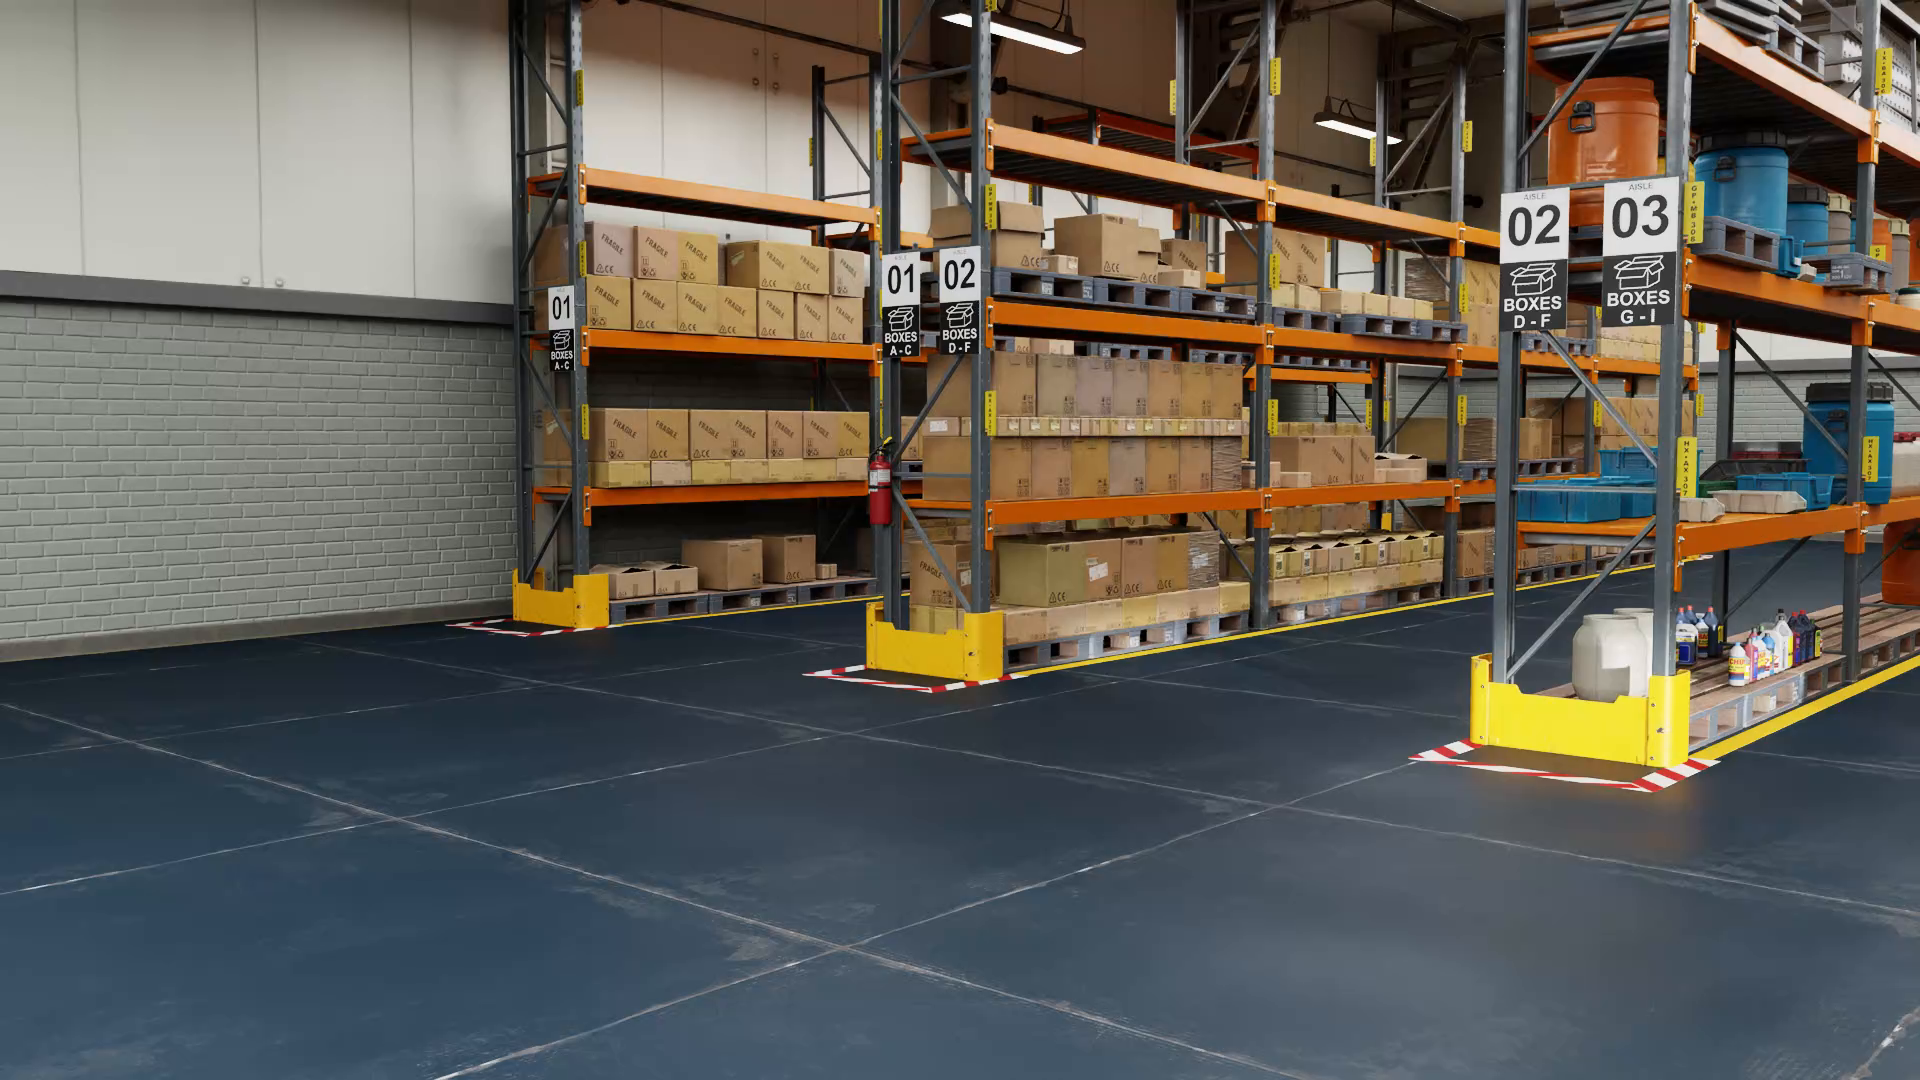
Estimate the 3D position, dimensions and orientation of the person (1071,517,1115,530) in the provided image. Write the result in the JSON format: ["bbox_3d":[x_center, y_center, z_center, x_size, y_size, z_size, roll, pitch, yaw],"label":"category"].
[{"bbox_3d":[1.384,-0.087,16.834,0.521,1.671,0.415,3,5,37],"label":"person"}]
